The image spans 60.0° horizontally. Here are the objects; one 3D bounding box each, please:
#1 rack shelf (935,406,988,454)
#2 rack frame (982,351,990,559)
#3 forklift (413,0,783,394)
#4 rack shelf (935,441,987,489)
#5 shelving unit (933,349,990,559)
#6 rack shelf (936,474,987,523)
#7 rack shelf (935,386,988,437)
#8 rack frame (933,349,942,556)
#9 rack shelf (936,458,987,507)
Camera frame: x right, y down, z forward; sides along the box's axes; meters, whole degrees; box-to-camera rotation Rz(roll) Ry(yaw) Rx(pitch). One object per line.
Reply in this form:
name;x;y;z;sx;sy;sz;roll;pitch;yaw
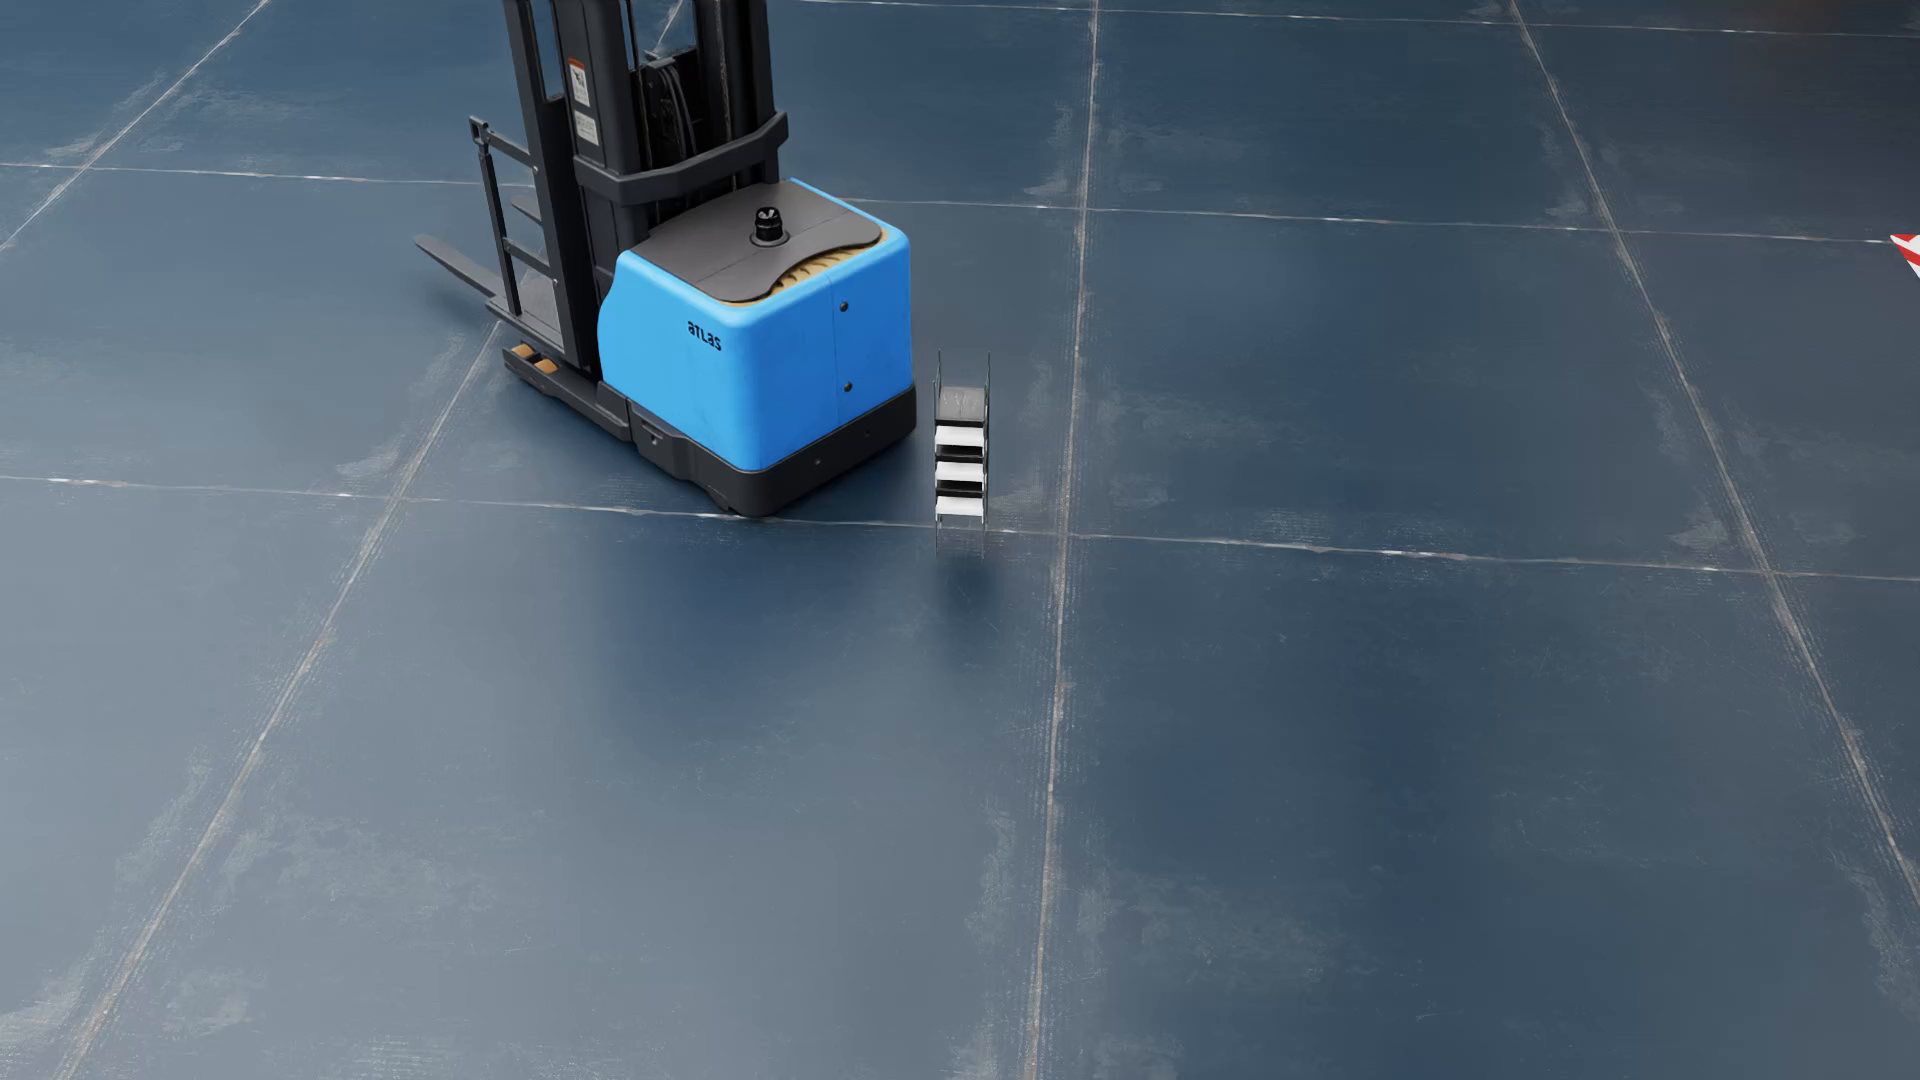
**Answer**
rack shelf;0.008;-0.462;6.873;0.200;0.077;0.258;3;39;4
rack frame;0.109;-0.343;6.959;0.006;0.900;0.240;3;39;4
forklift;-1.640;-2.056;7.505;2.937;2.867;1.118;32;49;33
rack shelf;0.008;-0.323;6.986;0.200;0.077;0.258;3;39;4
shelving unit;0.008;-0.349;6.965;0.210;0.900;0.258;3;39;4
rack shelf;0.008;-0.183;7.100;0.200;0.077;0.258;3;39;4
rack shelf;0.008;-0.532;6.816;0.200;0.077;0.258;3;39;4
rack frame;-0.093;-0.354;6.972;0.006;0.900;0.240;3;39;4
rack shelf;0.008;-0.253;7.043;0.200;0.077;0.258;3;39;4
